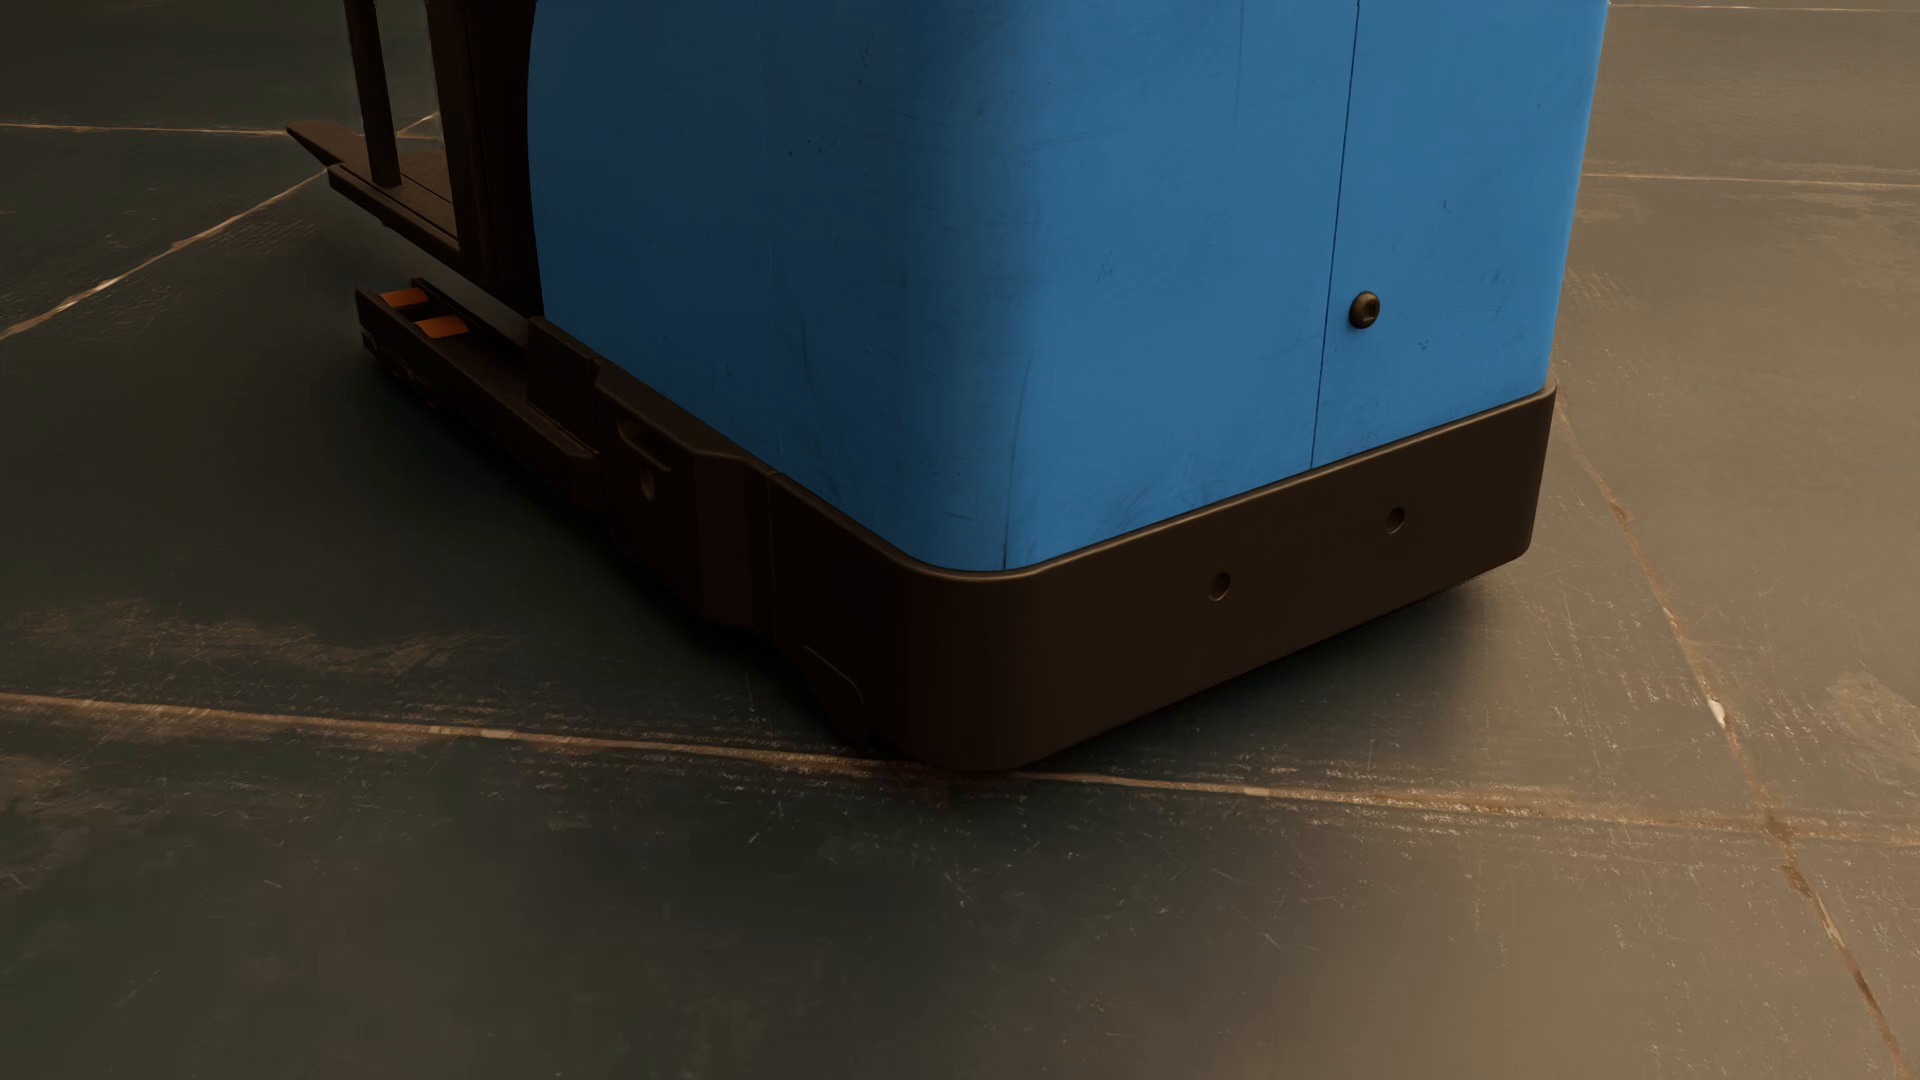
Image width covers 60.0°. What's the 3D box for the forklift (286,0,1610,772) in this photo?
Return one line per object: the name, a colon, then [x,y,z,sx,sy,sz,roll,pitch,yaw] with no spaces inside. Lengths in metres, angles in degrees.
forklift: [-0.465,-1.658,2.540,1.130,2.935,3.031,-18,32,-32]
